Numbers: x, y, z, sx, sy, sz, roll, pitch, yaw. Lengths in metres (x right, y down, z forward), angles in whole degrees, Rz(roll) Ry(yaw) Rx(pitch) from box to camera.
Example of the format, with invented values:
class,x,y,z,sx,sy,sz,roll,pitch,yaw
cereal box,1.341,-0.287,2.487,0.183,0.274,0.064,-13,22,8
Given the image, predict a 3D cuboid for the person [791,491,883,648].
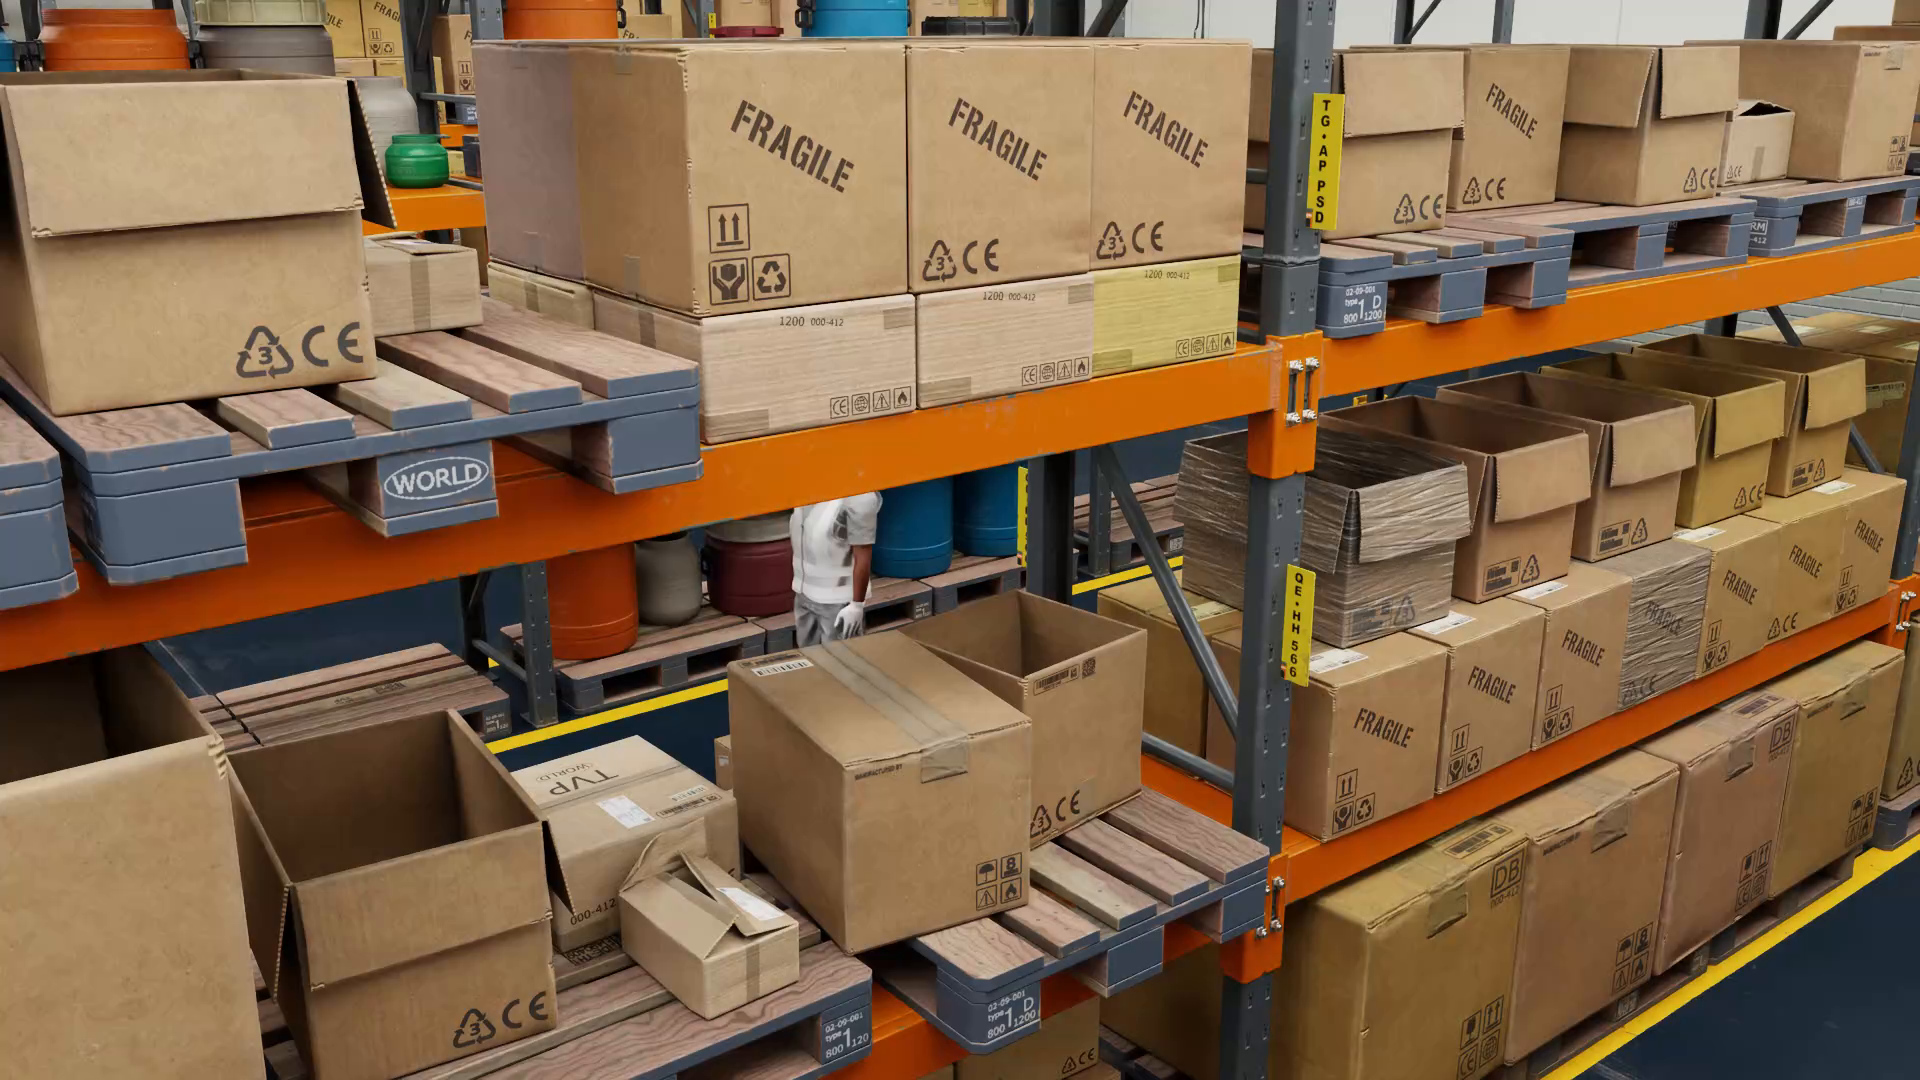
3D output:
class,x,y,z,sx,sy,sz,roll,pitch,yaw
person,-0.621,0.248,8.135,0.349,1.718,0.542,-13,22,-35
